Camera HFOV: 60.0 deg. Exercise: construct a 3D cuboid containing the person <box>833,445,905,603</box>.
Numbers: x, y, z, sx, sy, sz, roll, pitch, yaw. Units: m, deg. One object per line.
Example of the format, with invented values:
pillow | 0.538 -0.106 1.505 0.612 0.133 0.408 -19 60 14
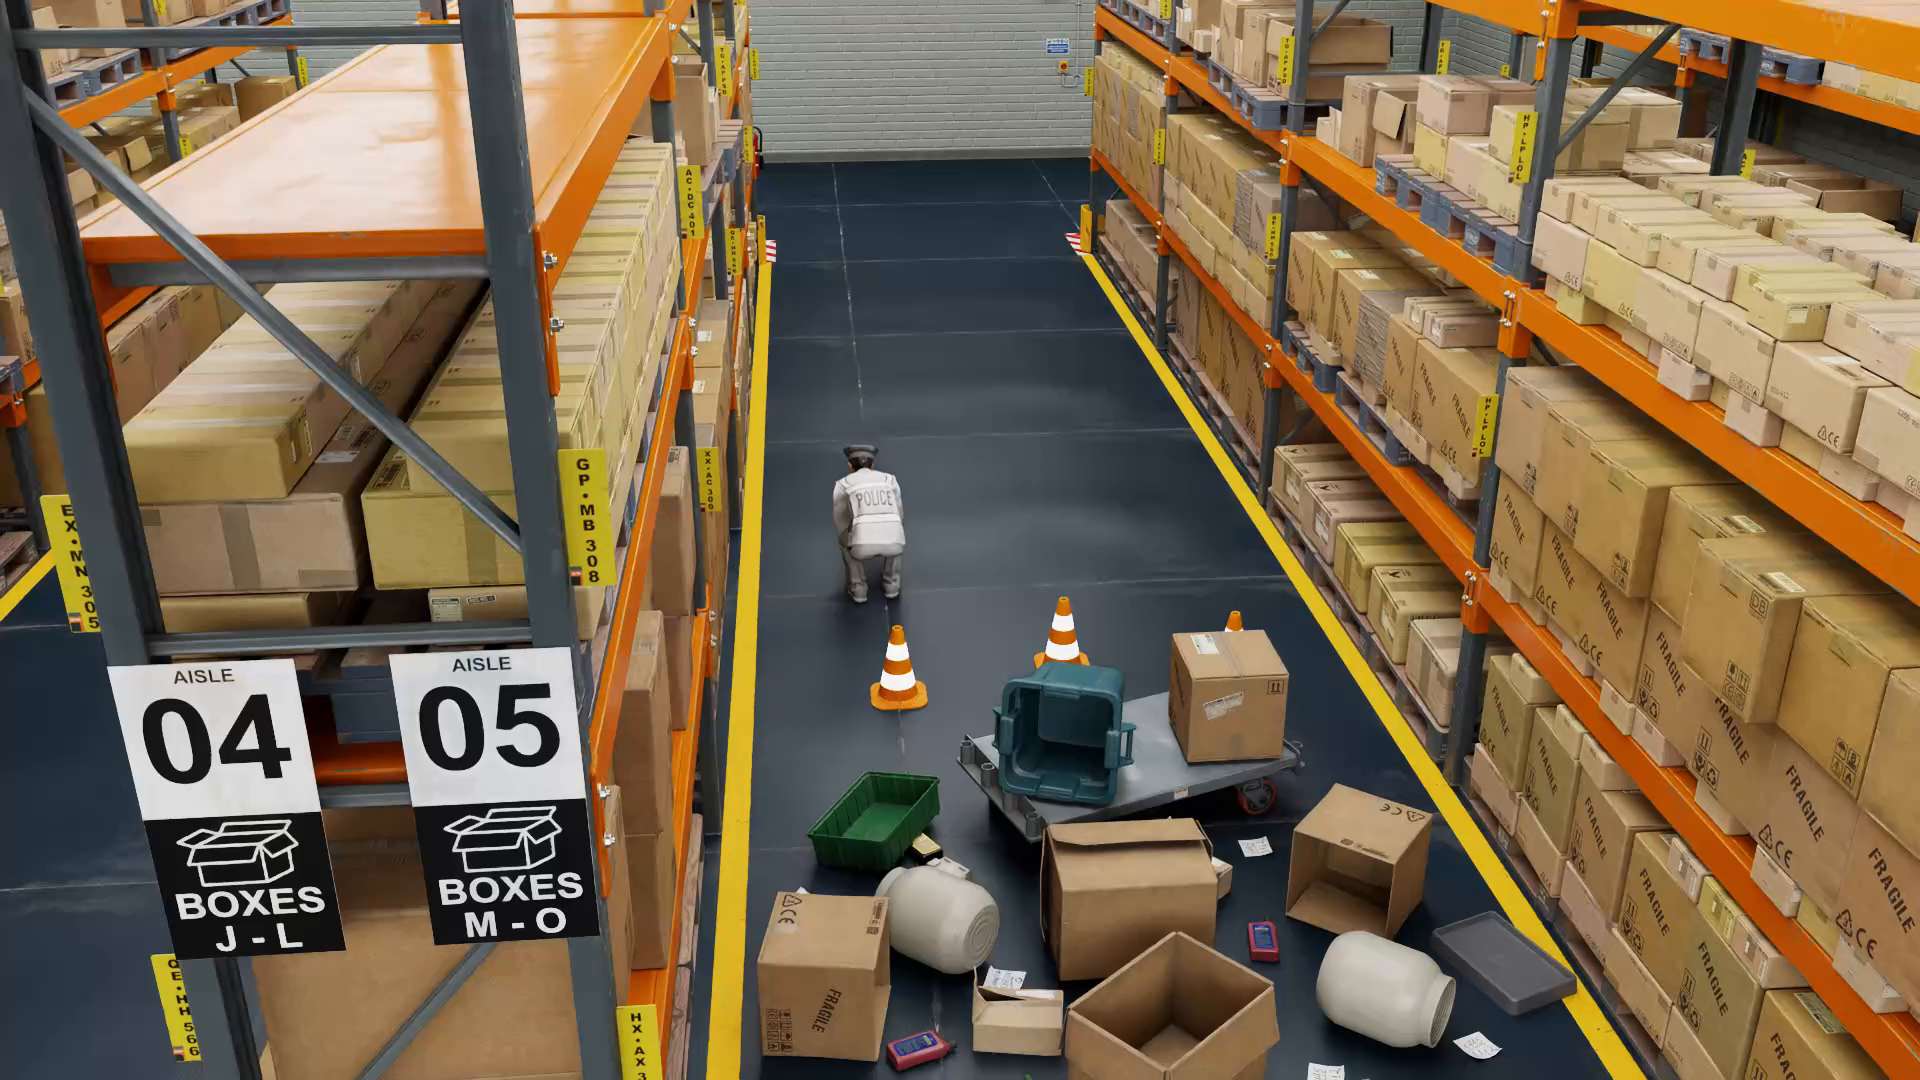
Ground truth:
person | -0.608 -0.113 11.218 0.488 0.975 0.820 -3 24 -6
